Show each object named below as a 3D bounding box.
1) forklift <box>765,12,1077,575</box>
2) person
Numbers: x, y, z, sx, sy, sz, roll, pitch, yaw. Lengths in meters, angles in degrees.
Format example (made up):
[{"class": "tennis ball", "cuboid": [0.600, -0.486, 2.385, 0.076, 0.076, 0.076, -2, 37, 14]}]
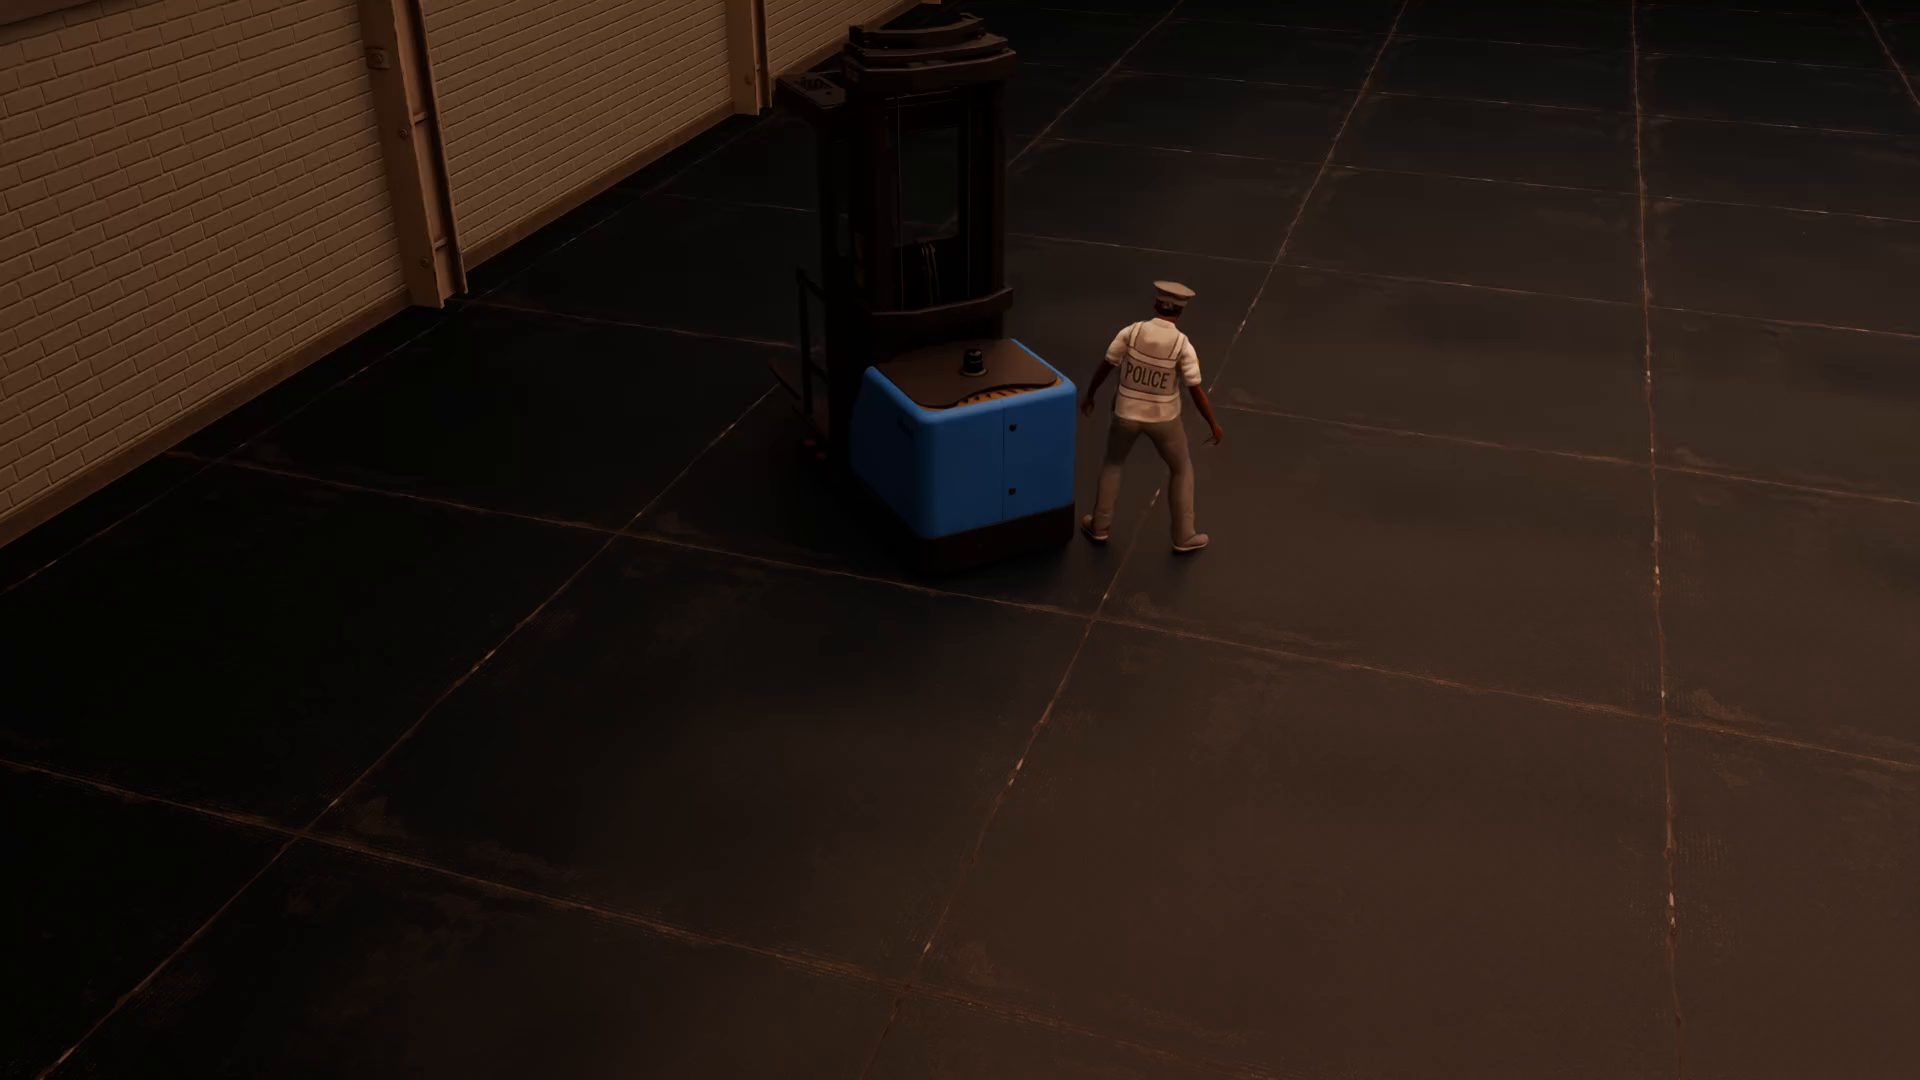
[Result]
[{"class": "forklift", "cuboid": [-0.423, -1.778, 10.256, 1.130, 2.935, 3.031, -14, 32, -23]}, {"class": "person", "cuboid": [1.128, -0.727, 9.770, 0.843, 1.624, 0.414, 9, 31, 16]}]
